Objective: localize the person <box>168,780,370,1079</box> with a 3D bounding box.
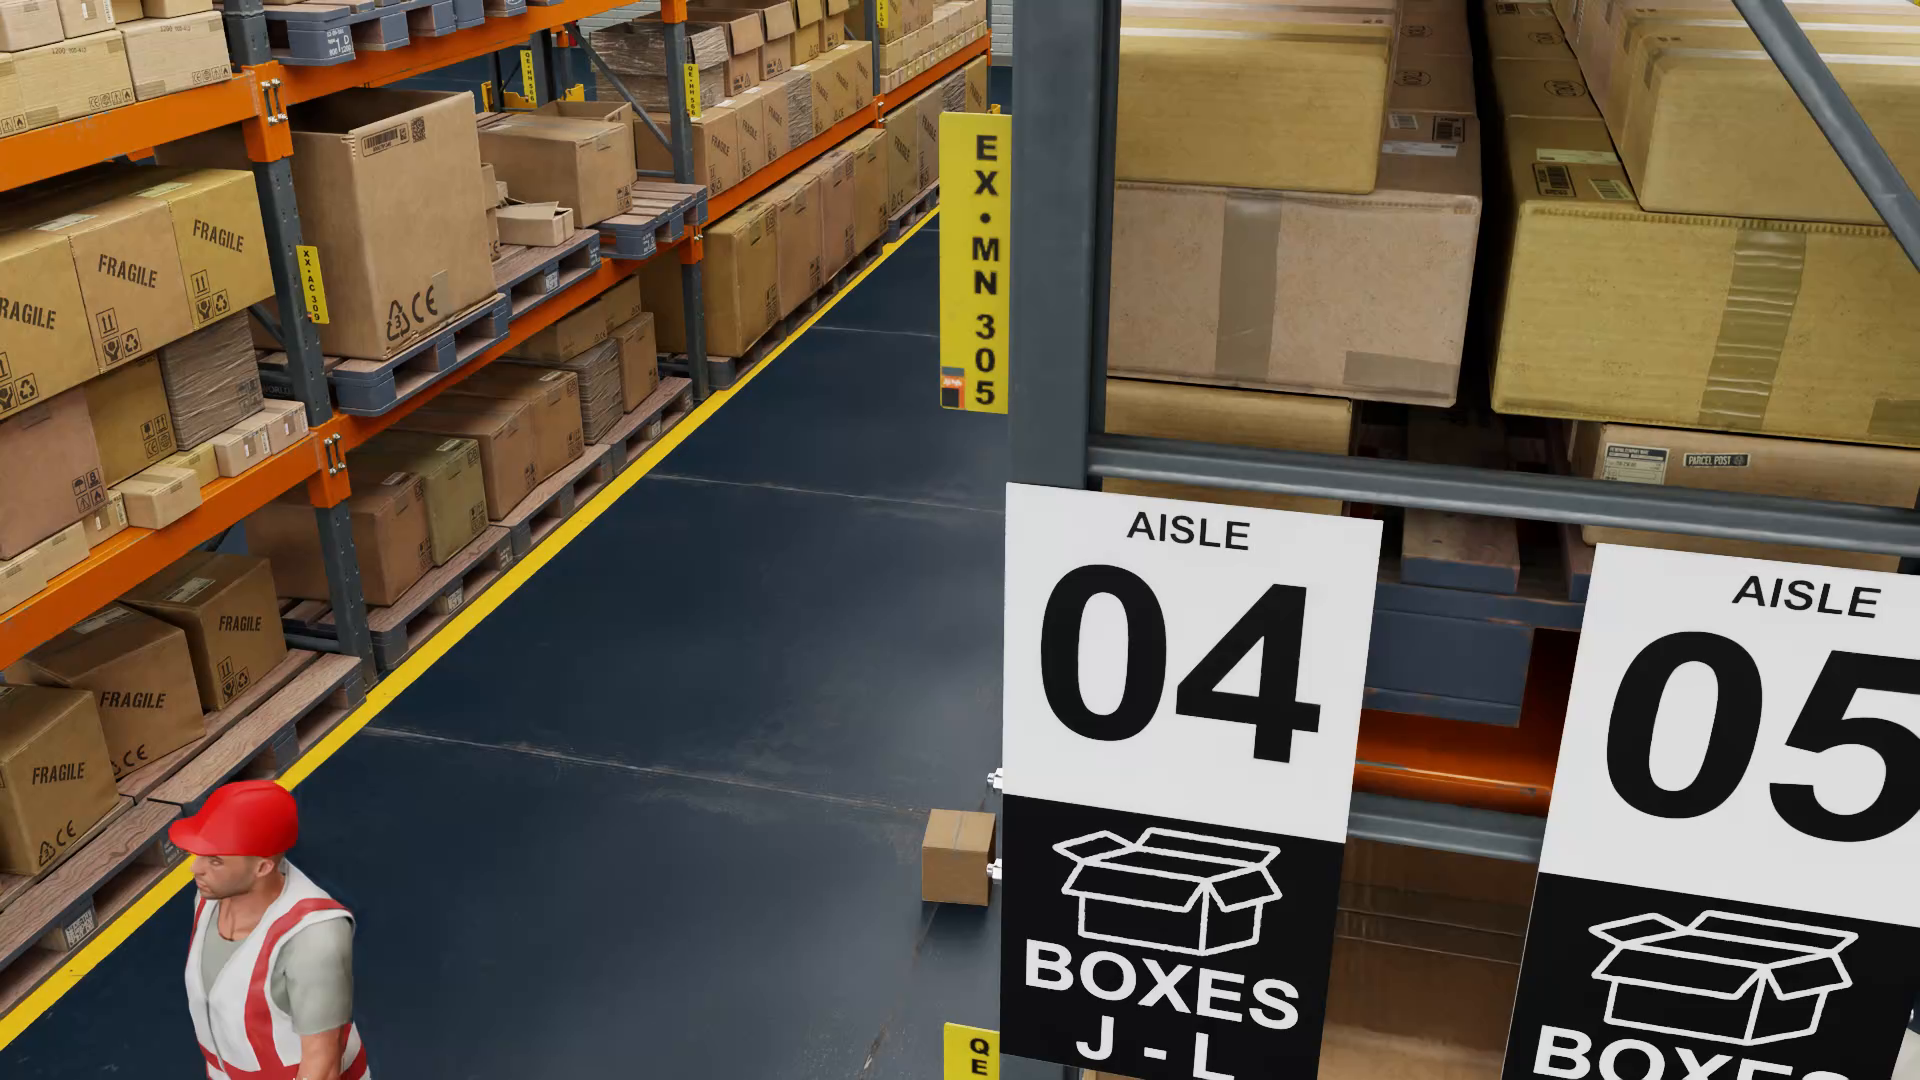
[{"bbox_3d":[-1.674,1.399,4.083,0.529,1.829,0.491,15,29,29],"label":"person"}]
